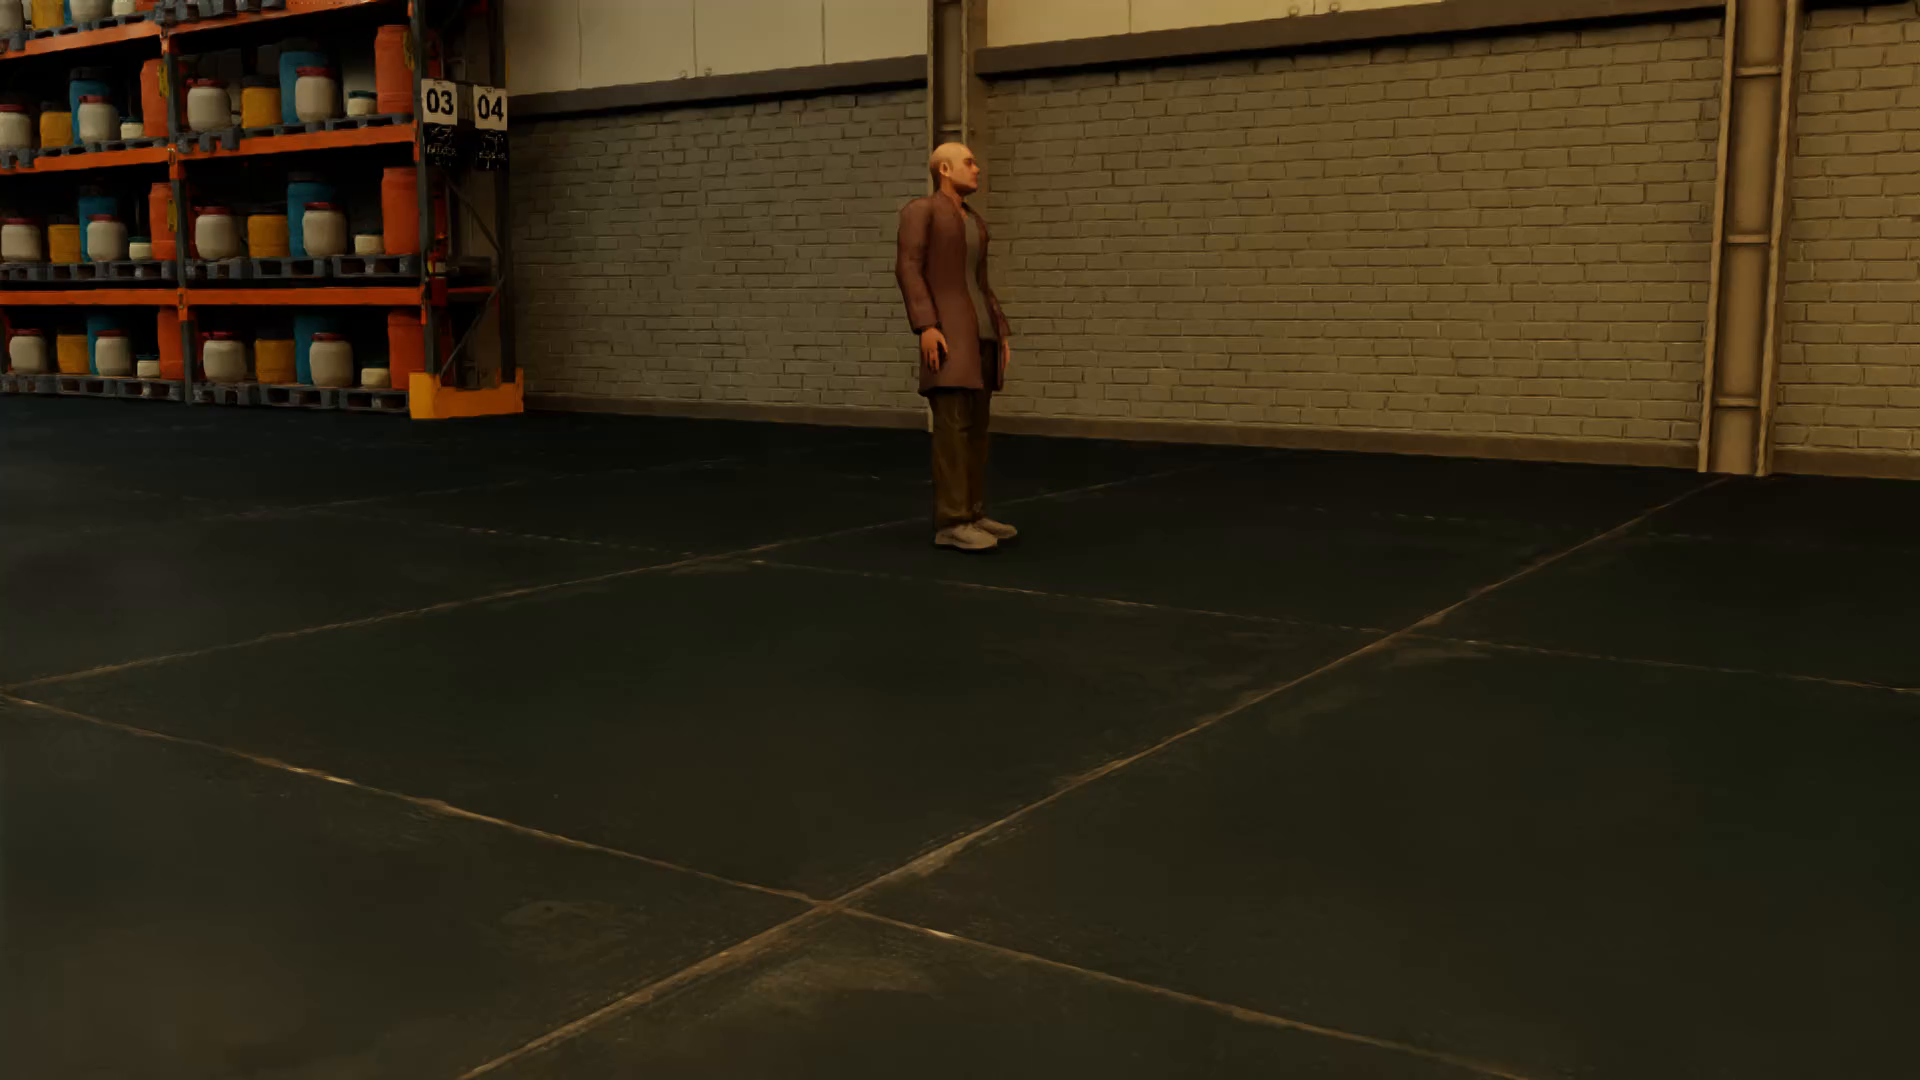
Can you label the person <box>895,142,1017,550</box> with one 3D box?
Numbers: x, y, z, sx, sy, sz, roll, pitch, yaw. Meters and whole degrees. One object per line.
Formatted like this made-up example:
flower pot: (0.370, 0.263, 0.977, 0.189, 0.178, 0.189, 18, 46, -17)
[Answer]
person: (0.073, -0.879, 7.423, 0.580, 1.776, 0.694, 5, 10, 34)
